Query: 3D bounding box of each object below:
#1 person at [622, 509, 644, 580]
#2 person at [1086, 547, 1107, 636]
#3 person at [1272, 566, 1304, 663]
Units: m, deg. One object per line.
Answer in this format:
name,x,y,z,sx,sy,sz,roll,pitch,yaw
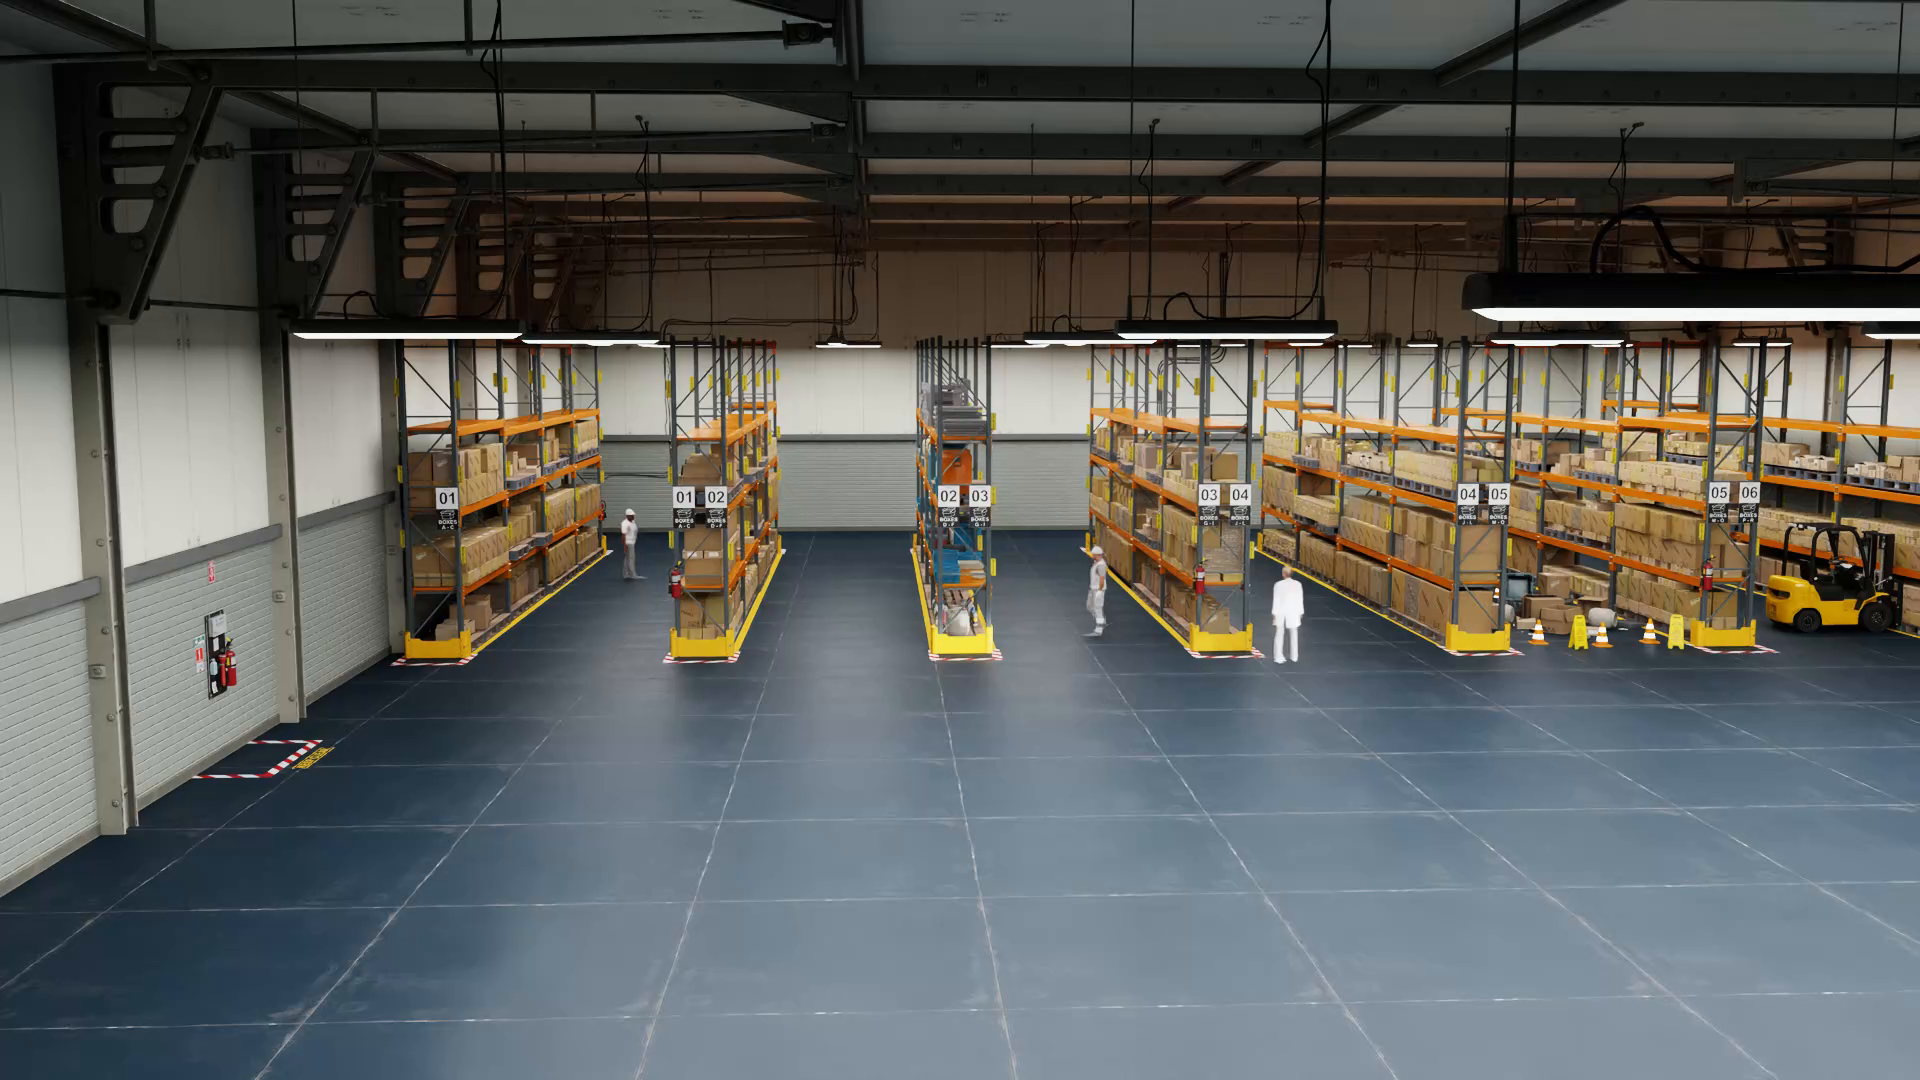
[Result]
person,-8.228,0.092,41.851,0.544,1.763,0.575,0,6,-2
person,2.775,1.021,33.531,0.510,1.789,0.621,-2,7,-13
person,6.076,1.410,30.715,0.551,1.666,0.639,2,7,21
